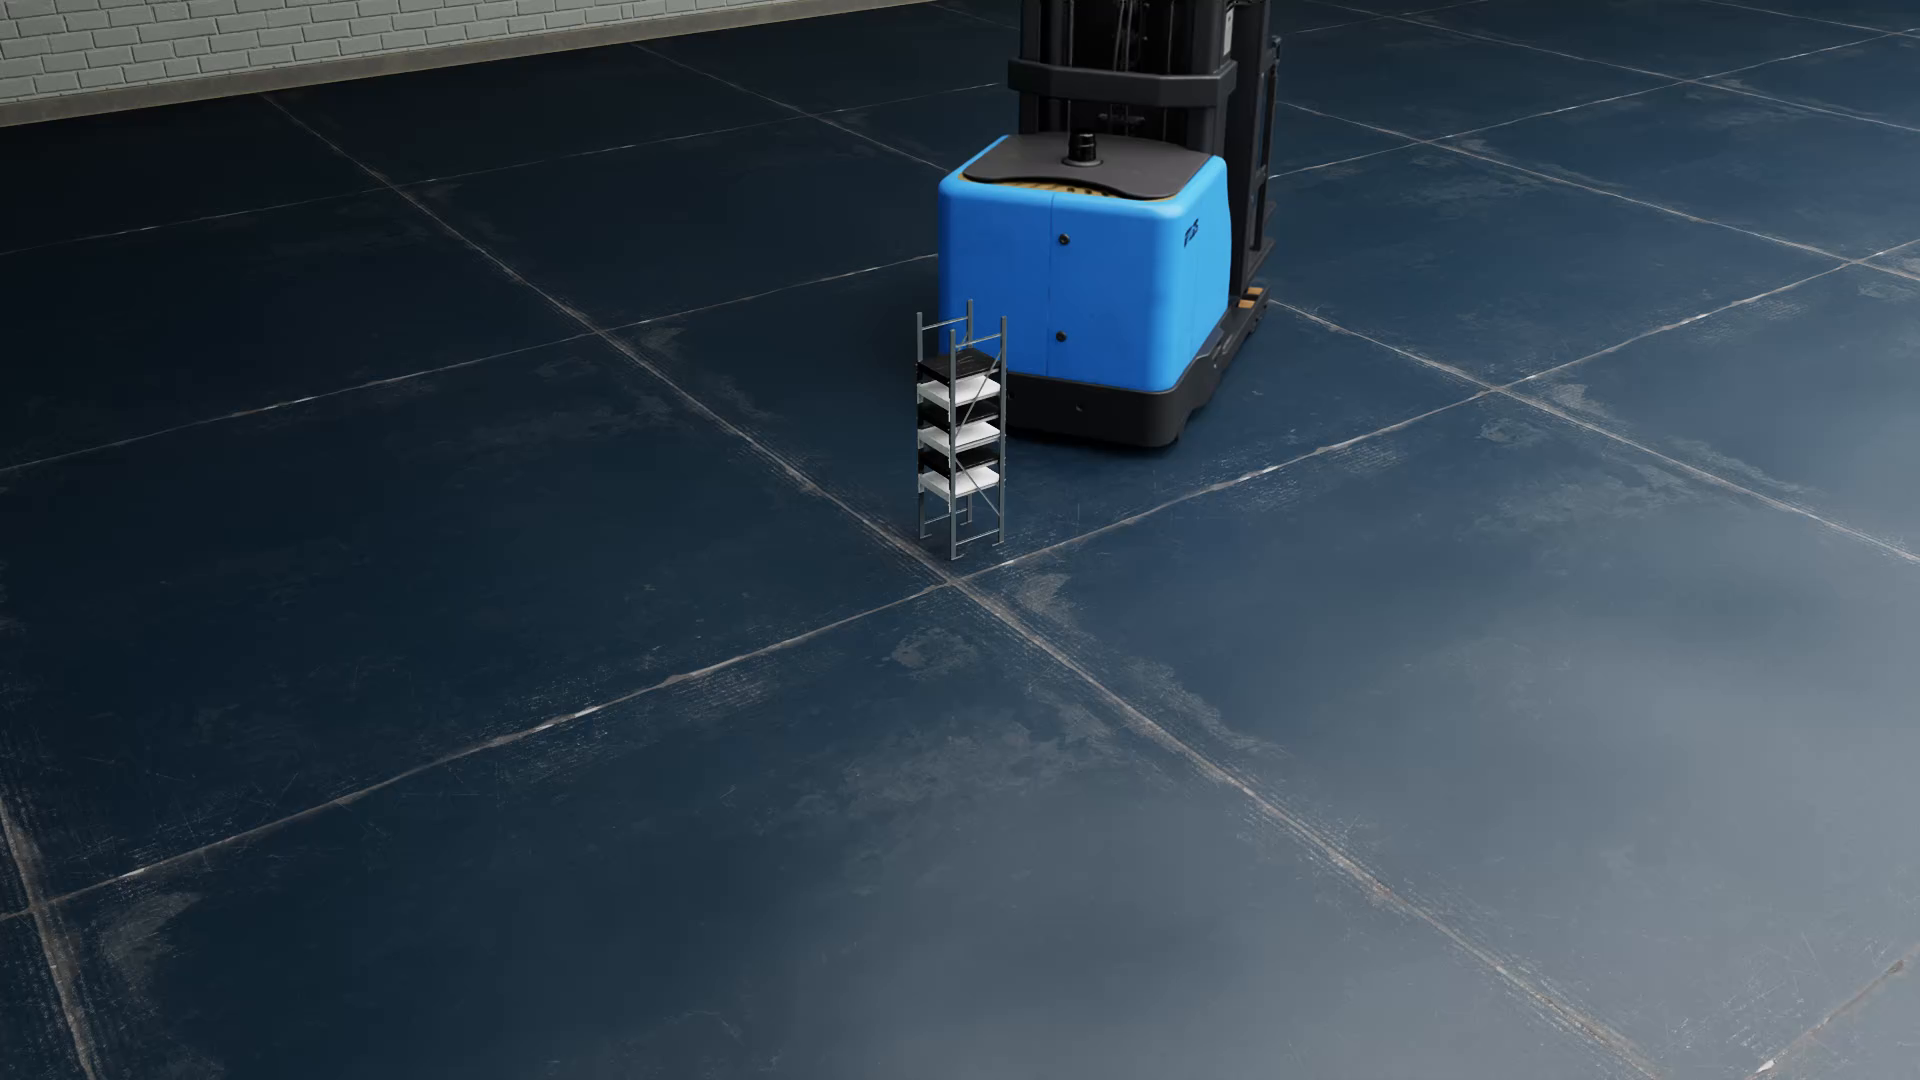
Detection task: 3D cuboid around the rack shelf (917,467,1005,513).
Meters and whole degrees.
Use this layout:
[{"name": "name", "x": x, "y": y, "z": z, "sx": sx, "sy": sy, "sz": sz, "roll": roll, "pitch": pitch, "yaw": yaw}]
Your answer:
[{"name": "rack shelf", "x": 0.005, "y": -0.205, "z": 6.131, "sx": 0.258, "sy": 0.077, "sz": 0.200, "roll": -19, "pitch": 34, "yaw": -31}]

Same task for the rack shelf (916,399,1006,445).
[{"name": "rack shelf", "x": 0.005, "y": -0.442, "z": 6.002, "sx": 0.258, "sy": 0.077, "sz": 0.200, "roll": -19, "pitch": 34, "yaw": -31}]

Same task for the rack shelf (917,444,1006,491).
[{"name": "rack shelf", "x": 0.005, "y": -0.284, "z": 6.088, "sx": 0.258, "sy": 0.077, "sz": 0.200, "roll": -19, "pitch": 34, "yaw": -31}]

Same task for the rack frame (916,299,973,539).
[{"name": "rack frame", "x": -0.054, "y": -0.432, "z": 6.102, "sx": 0.240, "sy": 0.900, "sz": 0.006, "roll": -19, "pitch": 34, "yaw": -31}]

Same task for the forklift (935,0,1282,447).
[{"name": "forklift", "x": 0.896, "y": -2.354, "z": 7.512, "sx": 1.130, "sy": 2.935, "sz": 3.031, "roll": 10, "pitch": 30, "yaw": 18}]

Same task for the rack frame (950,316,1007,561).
[{"name": "rack frame", "x": 0.064, "y": -0.353, "z": 5.957, "sx": 0.240, "sy": 0.900, "sz": 0.006, "roll": -19, "pitch": 34, "yaw": -31}]

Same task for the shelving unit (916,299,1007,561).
[{"name": "shelving unit", "x": 0.005, "y": -0.392, "z": 6.029, "sx": 0.258, "sy": 0.900, "sz": 0.210, "roll": -19, "pitch": 34, "yaw": -31}]

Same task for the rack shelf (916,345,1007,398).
[{"name": "rack shelf", "x": 0.005, "y": -0.600, "z": 5.916, "sx": 0.258, "sy": 0.077, "sz": 0.200, "roll": -19, "pitch": 34, "yaw": -31}]

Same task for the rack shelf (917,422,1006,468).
[{"name": "rack shelf", "x": 0.005, "y": -0.363, "z": 6.045, "sx": 0.258, "sy": 0.077, "sz": 0.200, "roll": -19, "pitch": 34, "yaw": -31}]

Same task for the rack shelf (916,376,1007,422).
[{"name": "rack shelf", "x": 0.005, "y": -0.521, "z": 5.959, "sx": 0.258, "sy": 0.077, "sz": 0.200, "roll": -19, "pitch": 34, "yaw": -31}]
